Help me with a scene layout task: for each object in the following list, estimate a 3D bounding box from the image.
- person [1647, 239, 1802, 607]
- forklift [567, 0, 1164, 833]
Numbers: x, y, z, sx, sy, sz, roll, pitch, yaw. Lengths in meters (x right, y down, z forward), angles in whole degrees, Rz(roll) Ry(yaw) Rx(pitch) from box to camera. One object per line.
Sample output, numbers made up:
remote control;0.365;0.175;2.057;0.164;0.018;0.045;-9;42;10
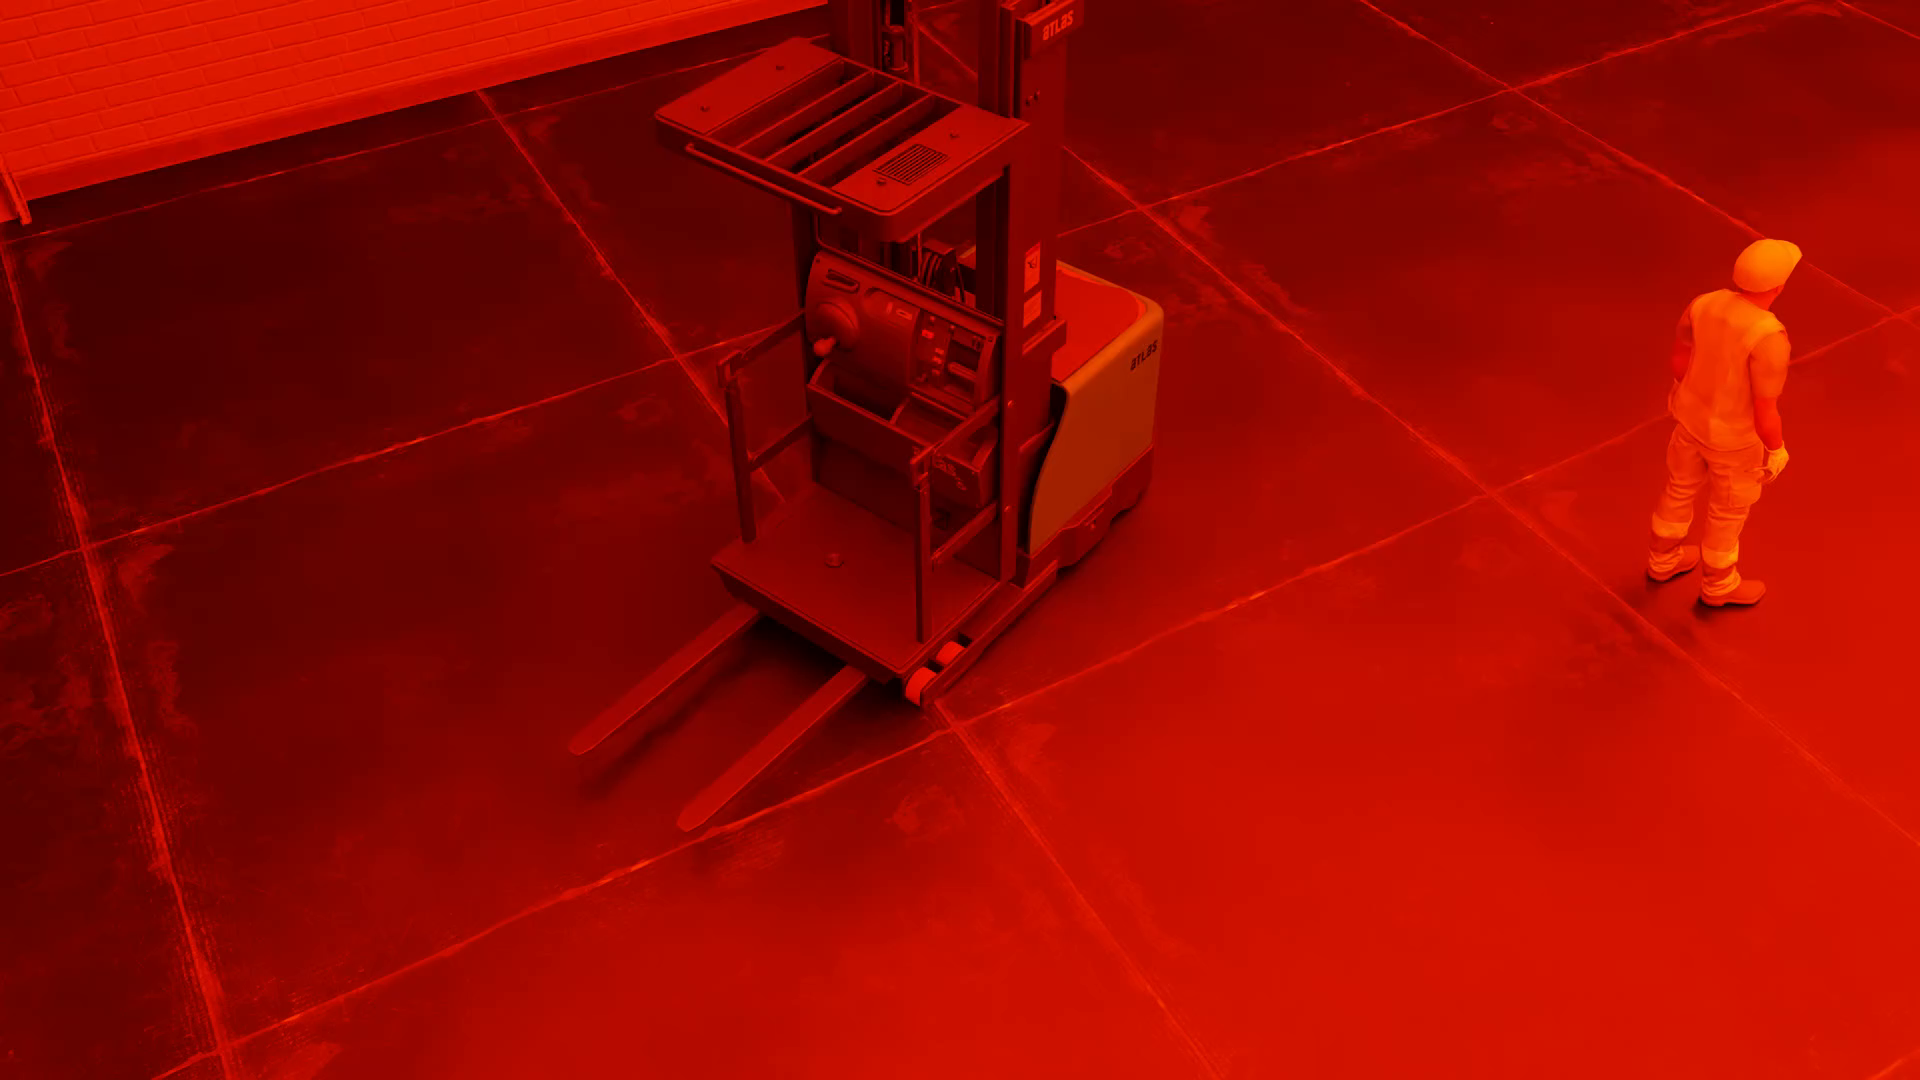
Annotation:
person;3.300;-0.507;7.074;0.564;1.787;0.638;-15;45;-16
forklift;-0.375;-0.749;6.505;1.130;2.935;3.031;28;50;27
